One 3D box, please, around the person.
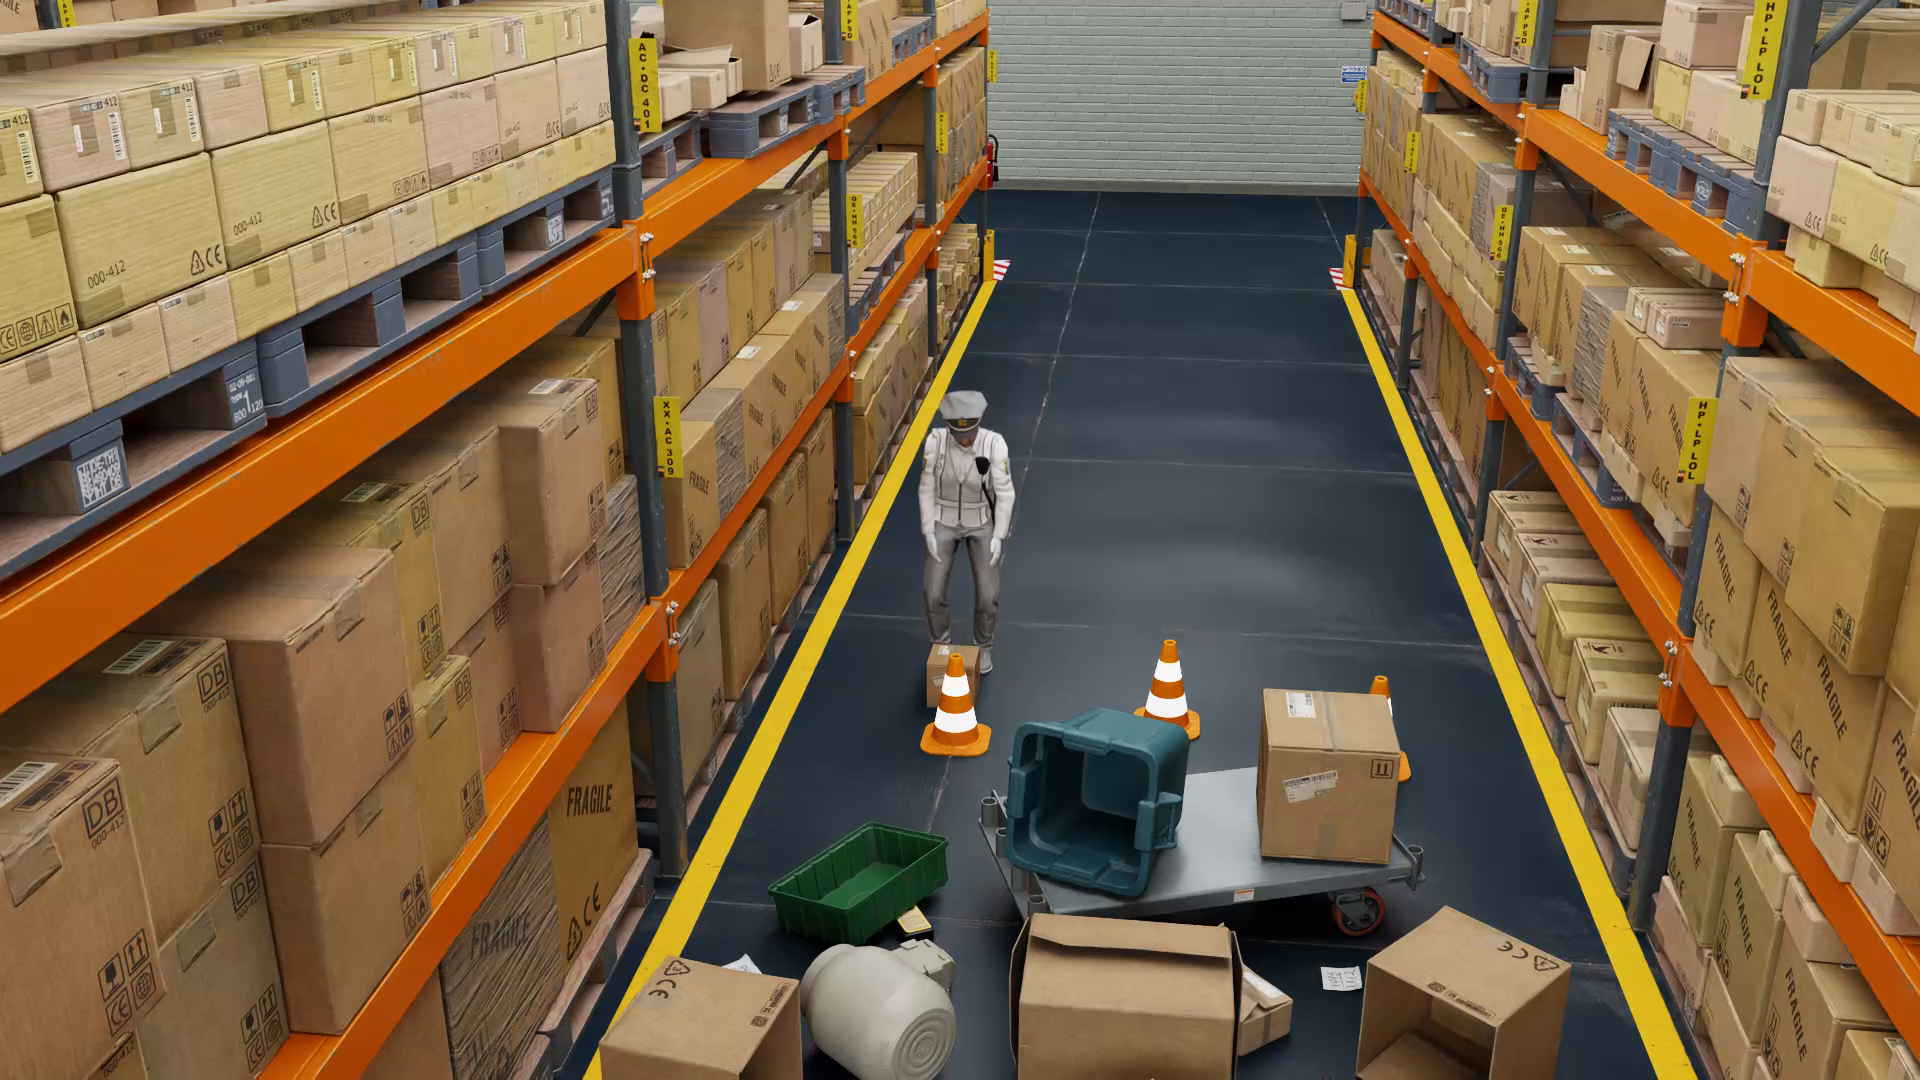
[{"bbox_3d":[0.034,-0.043,8.834,0.516,1.576,0.526,3,21,8],"label":"person"}]
